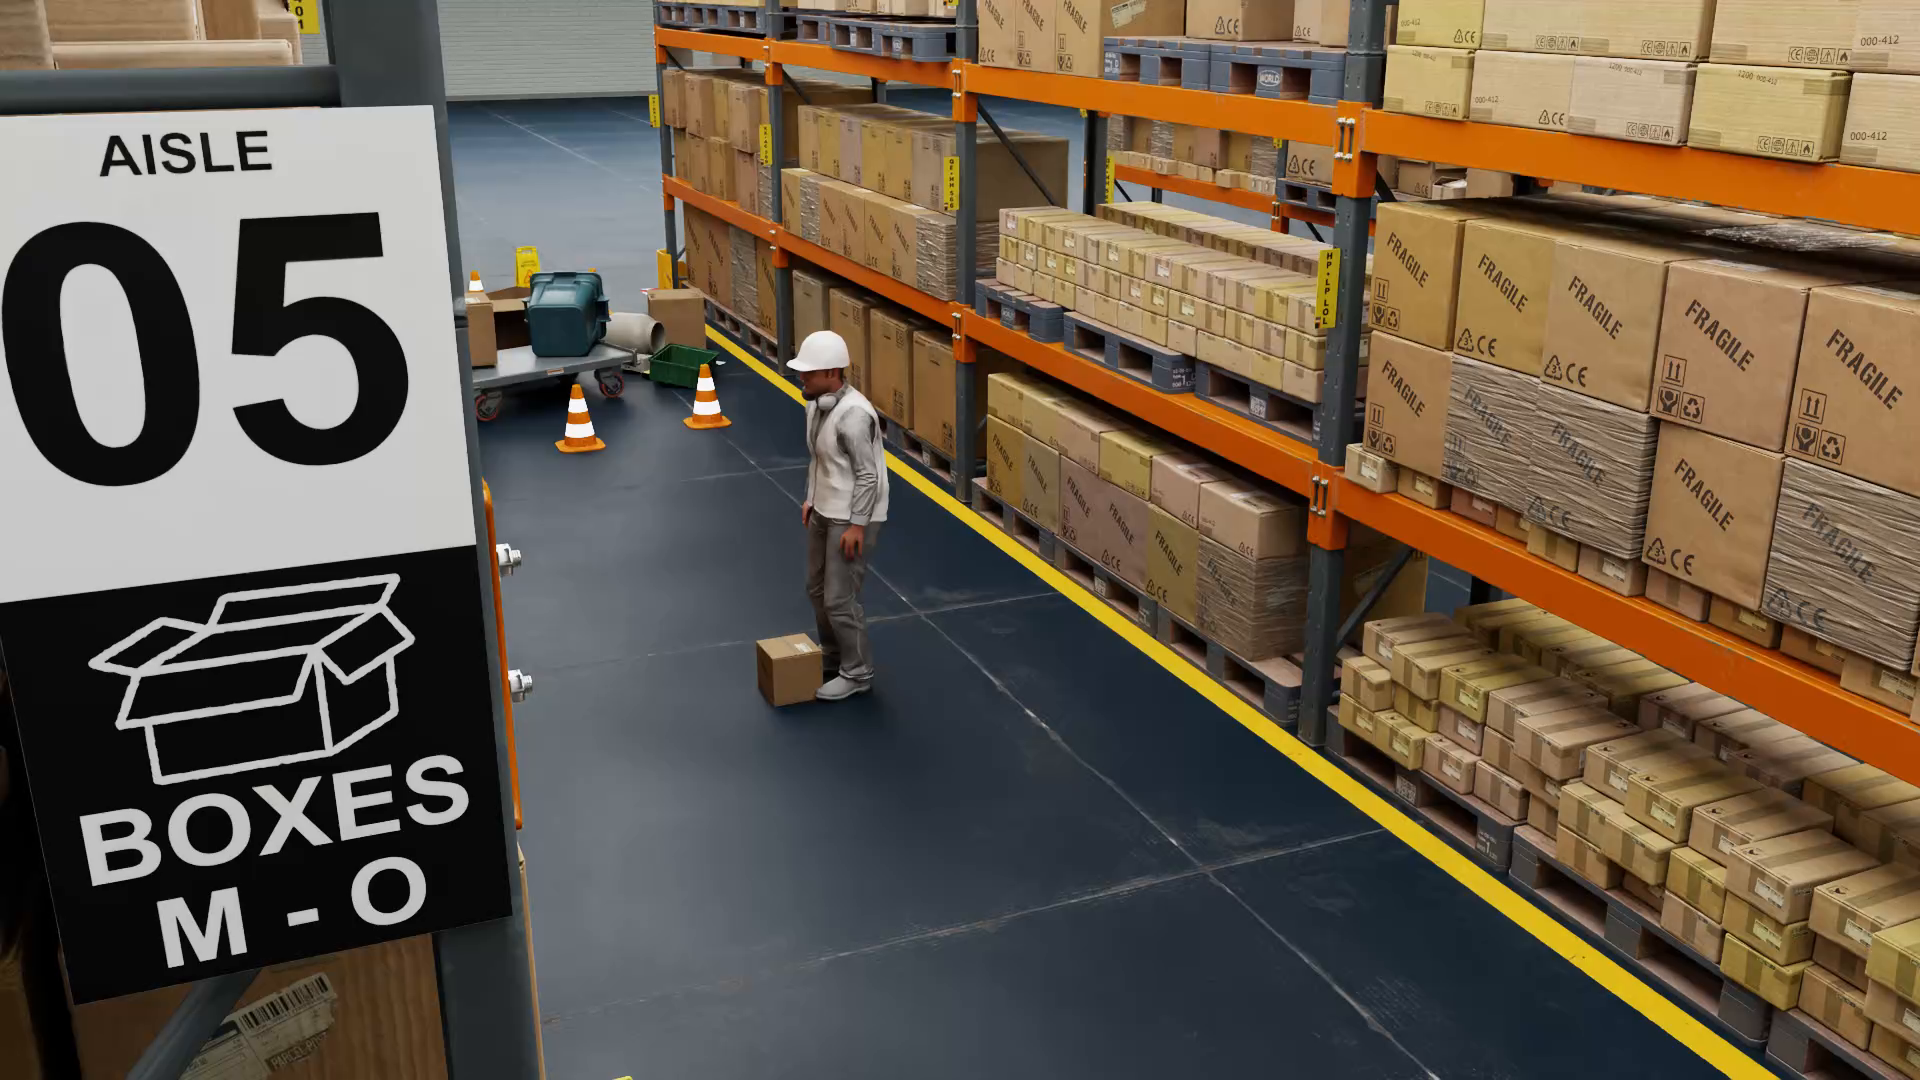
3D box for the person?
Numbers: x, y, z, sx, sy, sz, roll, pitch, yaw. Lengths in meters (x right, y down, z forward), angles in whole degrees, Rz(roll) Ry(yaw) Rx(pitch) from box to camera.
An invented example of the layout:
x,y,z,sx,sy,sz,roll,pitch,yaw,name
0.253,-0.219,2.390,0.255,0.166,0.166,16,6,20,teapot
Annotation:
x,y,z,sx,sy,sz,roll,pitch,yaw,name
-0.582,-0.127,7.896,0.465,1.770,0.591,-9,21,-25,person
